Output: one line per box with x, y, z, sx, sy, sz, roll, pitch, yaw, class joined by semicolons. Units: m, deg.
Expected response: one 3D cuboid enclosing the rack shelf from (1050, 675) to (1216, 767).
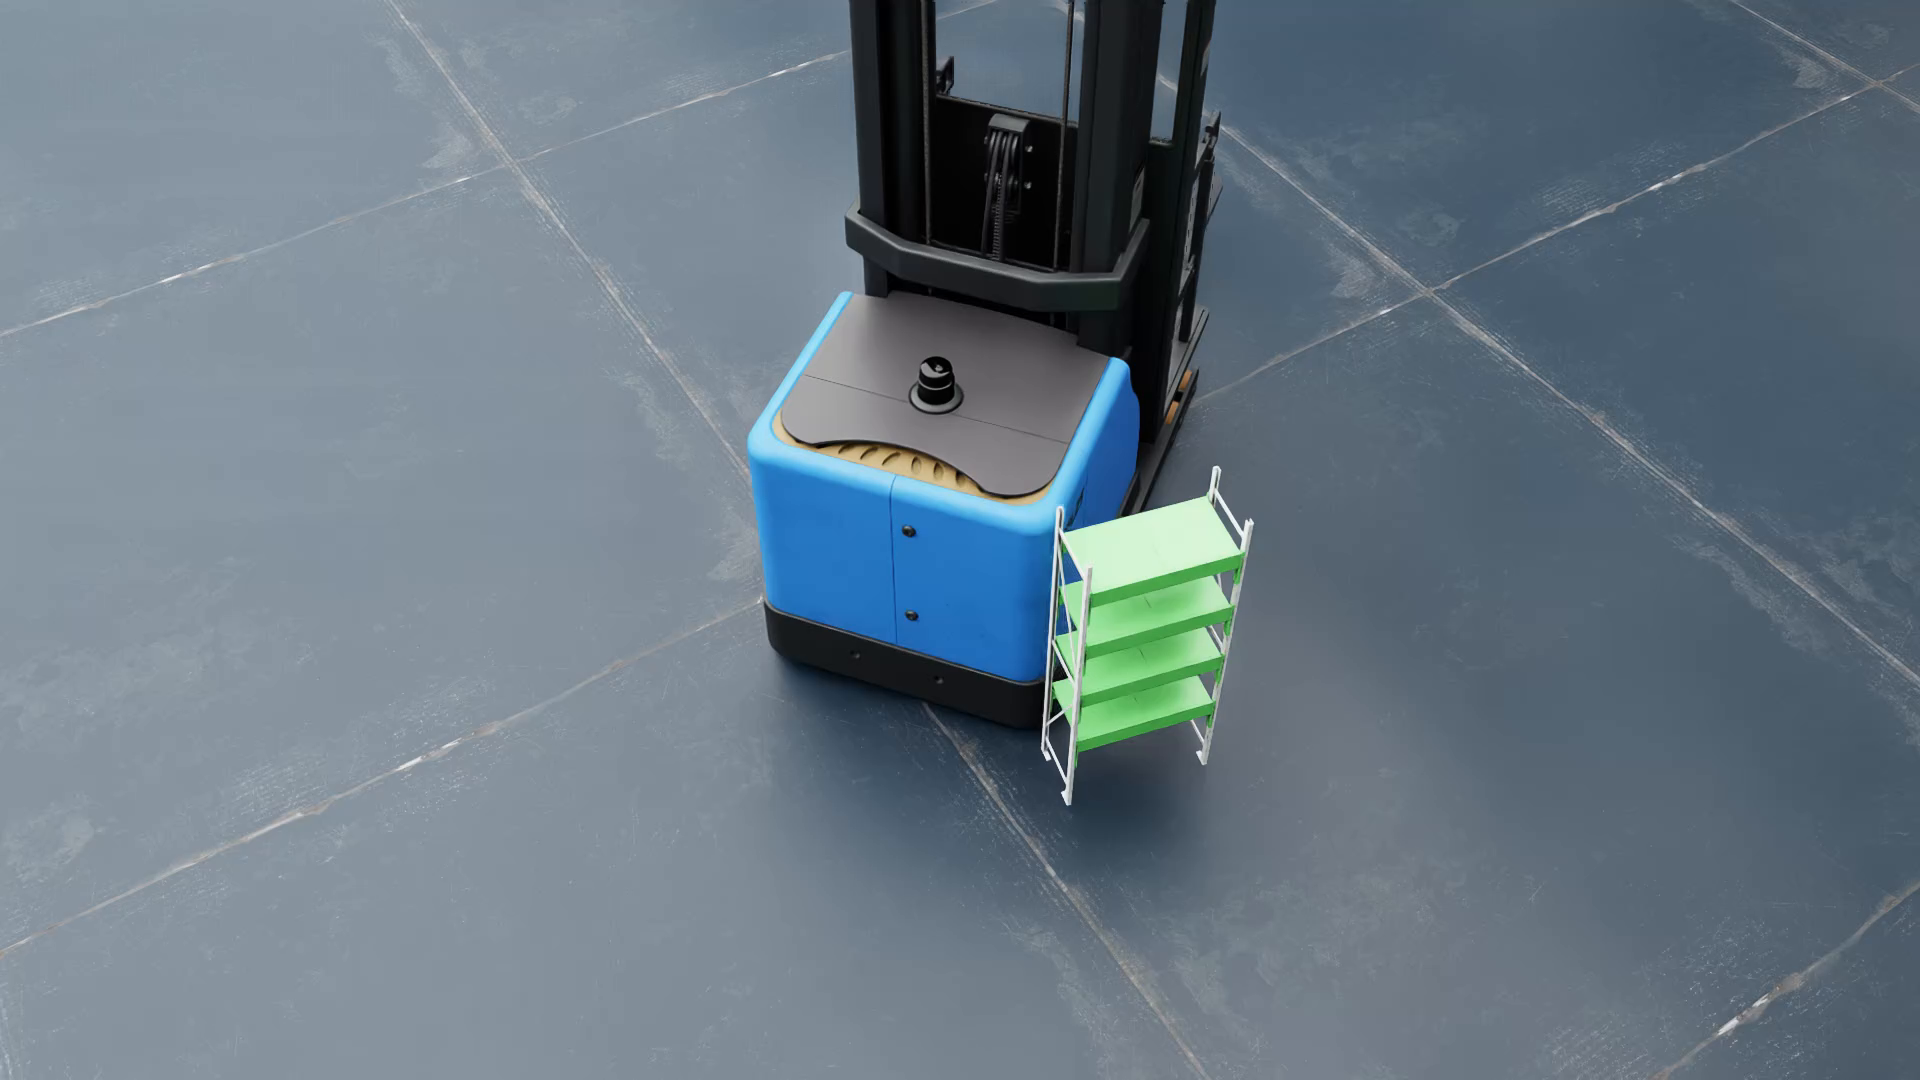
0.551;0.532;5.380;0.480;0.148;0.258;-14;50;-13;rack shelf

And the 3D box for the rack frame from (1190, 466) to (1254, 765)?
0.782;0.270;5.206;0.015;1.200;0.240;-14;50;-13;rack frame

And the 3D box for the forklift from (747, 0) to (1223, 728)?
0.319;-1.468;5.595;1.130;2.935;3.031;16;50;14;forklift

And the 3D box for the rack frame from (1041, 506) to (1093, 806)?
0.320;0.389;5.100;0.015;1.200;0.240;-14;50;-13;rack frame

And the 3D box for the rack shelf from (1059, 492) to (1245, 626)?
0.551;0.053;4.842;0.480;0.148;0.258;-14;50;-13;rack shelf

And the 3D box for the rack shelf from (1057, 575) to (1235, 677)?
0.551;0.213;5.021;0.480;0.148;0.258;-14;50;-13;rack shelf

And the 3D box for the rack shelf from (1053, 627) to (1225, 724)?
0.551;0.372;5.201;0.480;0.148;0.258;-14;50;-13;rack shelf

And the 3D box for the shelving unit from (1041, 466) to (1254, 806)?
0.551;0.330;5.153;0.503;1.200;0.258;-14;50;-13;shelving unit
